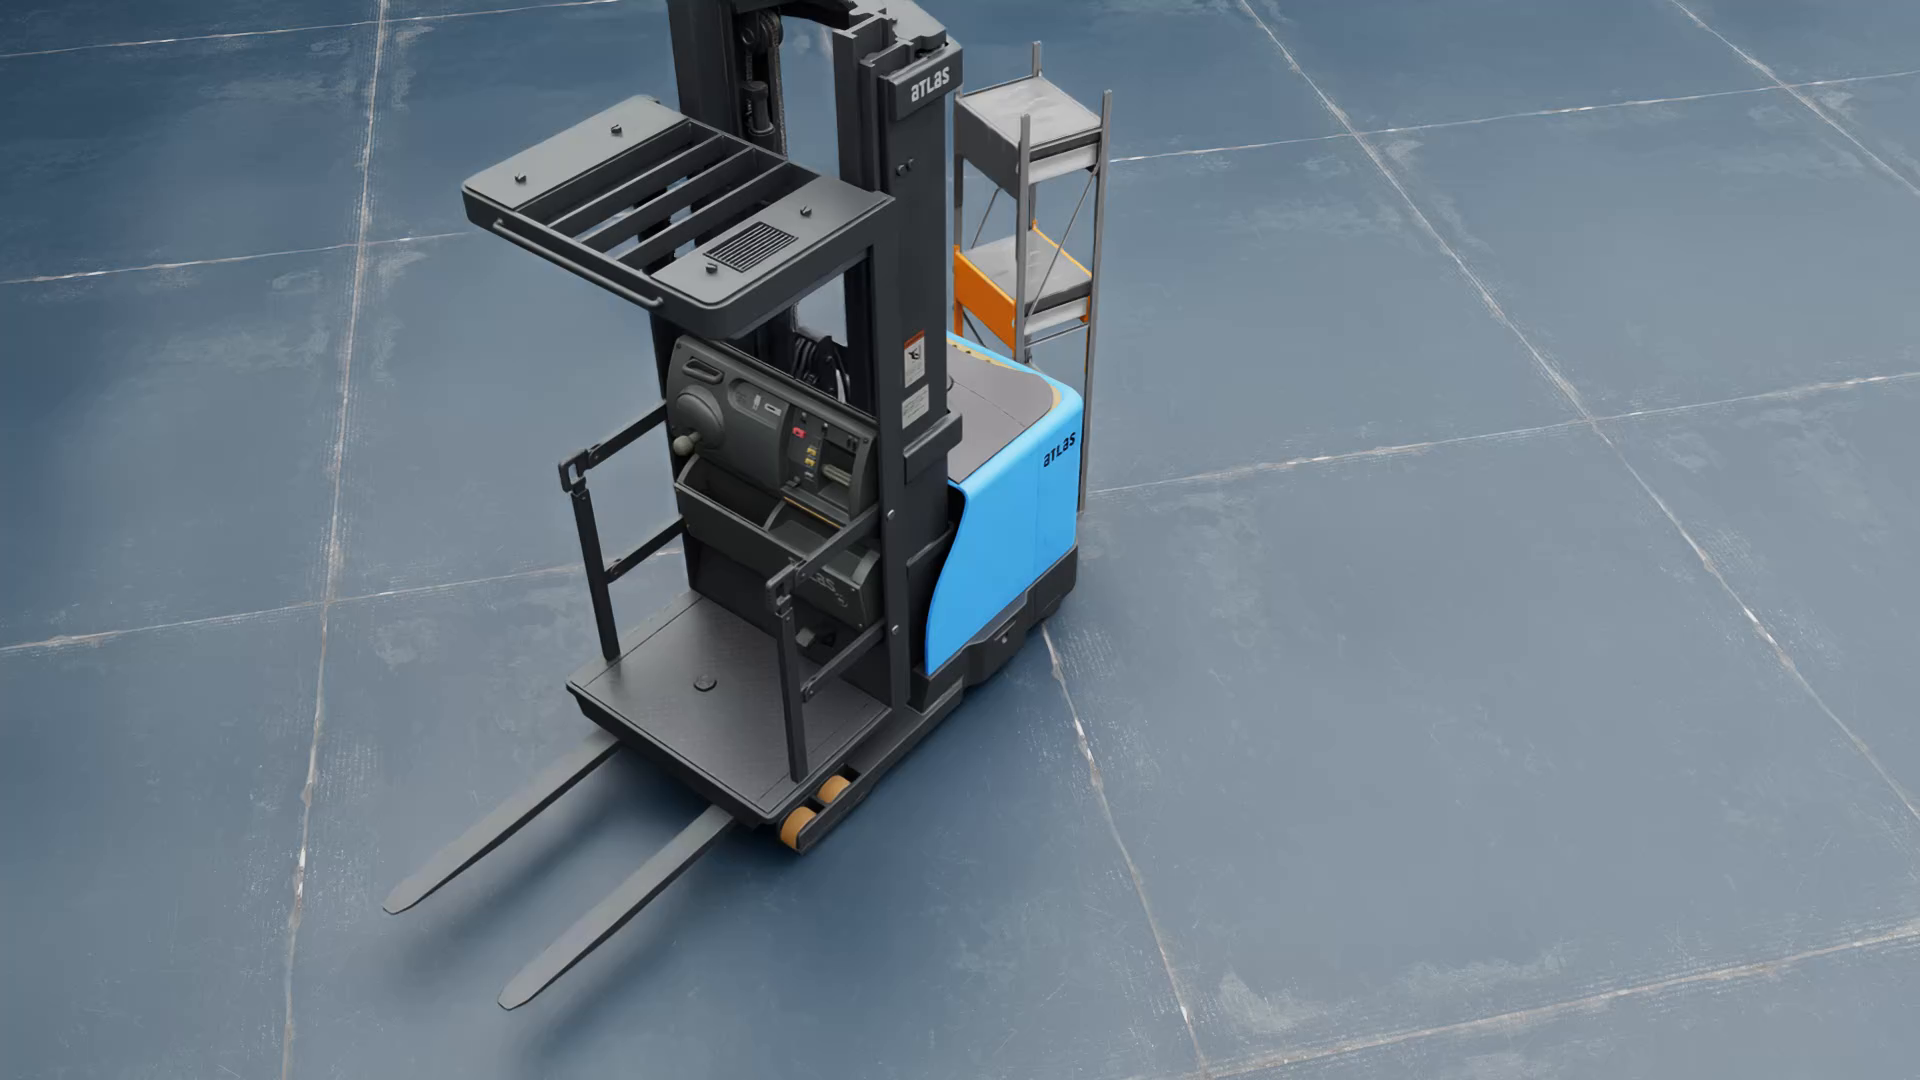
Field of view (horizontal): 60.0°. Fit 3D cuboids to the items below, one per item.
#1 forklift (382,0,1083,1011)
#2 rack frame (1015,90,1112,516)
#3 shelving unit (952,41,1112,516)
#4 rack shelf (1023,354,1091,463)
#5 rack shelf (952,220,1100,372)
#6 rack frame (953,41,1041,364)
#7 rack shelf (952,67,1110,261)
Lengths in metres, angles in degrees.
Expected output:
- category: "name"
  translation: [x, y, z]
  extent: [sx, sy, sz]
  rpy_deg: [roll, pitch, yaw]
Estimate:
- category: "forklift"
  translation: [-0.804, -0.309, 5.672]
  extent: [1.130, 2.935, 3.031]
  rpy_deg: [28, 49, 28]
- category: "rack frame"
  translation: [0.399, -0.846, 6.903]
  extent: [0.400, 2.100, 0.015]
  rpy_deg: [-22, 46, -23]
- category: "shelving unit"
  translation: [0.274, -0.984, 7.059]
  extent: [0.431, 2.100, 0.503]
  rpy_deg: [-22, 46, -23]
- category: "rack shelf"
  translation: [0.274, -0.451, 7.533]
  extent: [0.431, 0.518, 0.480]
  rpy_deg: [-22, 46, -23]
- category: "rack shelf"
  translation: [0.274, -0.974, 7.068]
  extent: [0.431, 0.518, 0.480]
  rpy_deg: [-22, 46, -23]
- category: "rack frame"
  translation: [0.148, -1.123, 7.215]
  extent: [0.400, 2.100, 0.015]
  rpy_deg: [-22, 46, -23]
- category: "rack shelf"
  translation: [0.274, -1.498, 6.603]
  extent: [0.431, 0.518, 0.480]
  rpy_deg: [-22, 46, -23]
